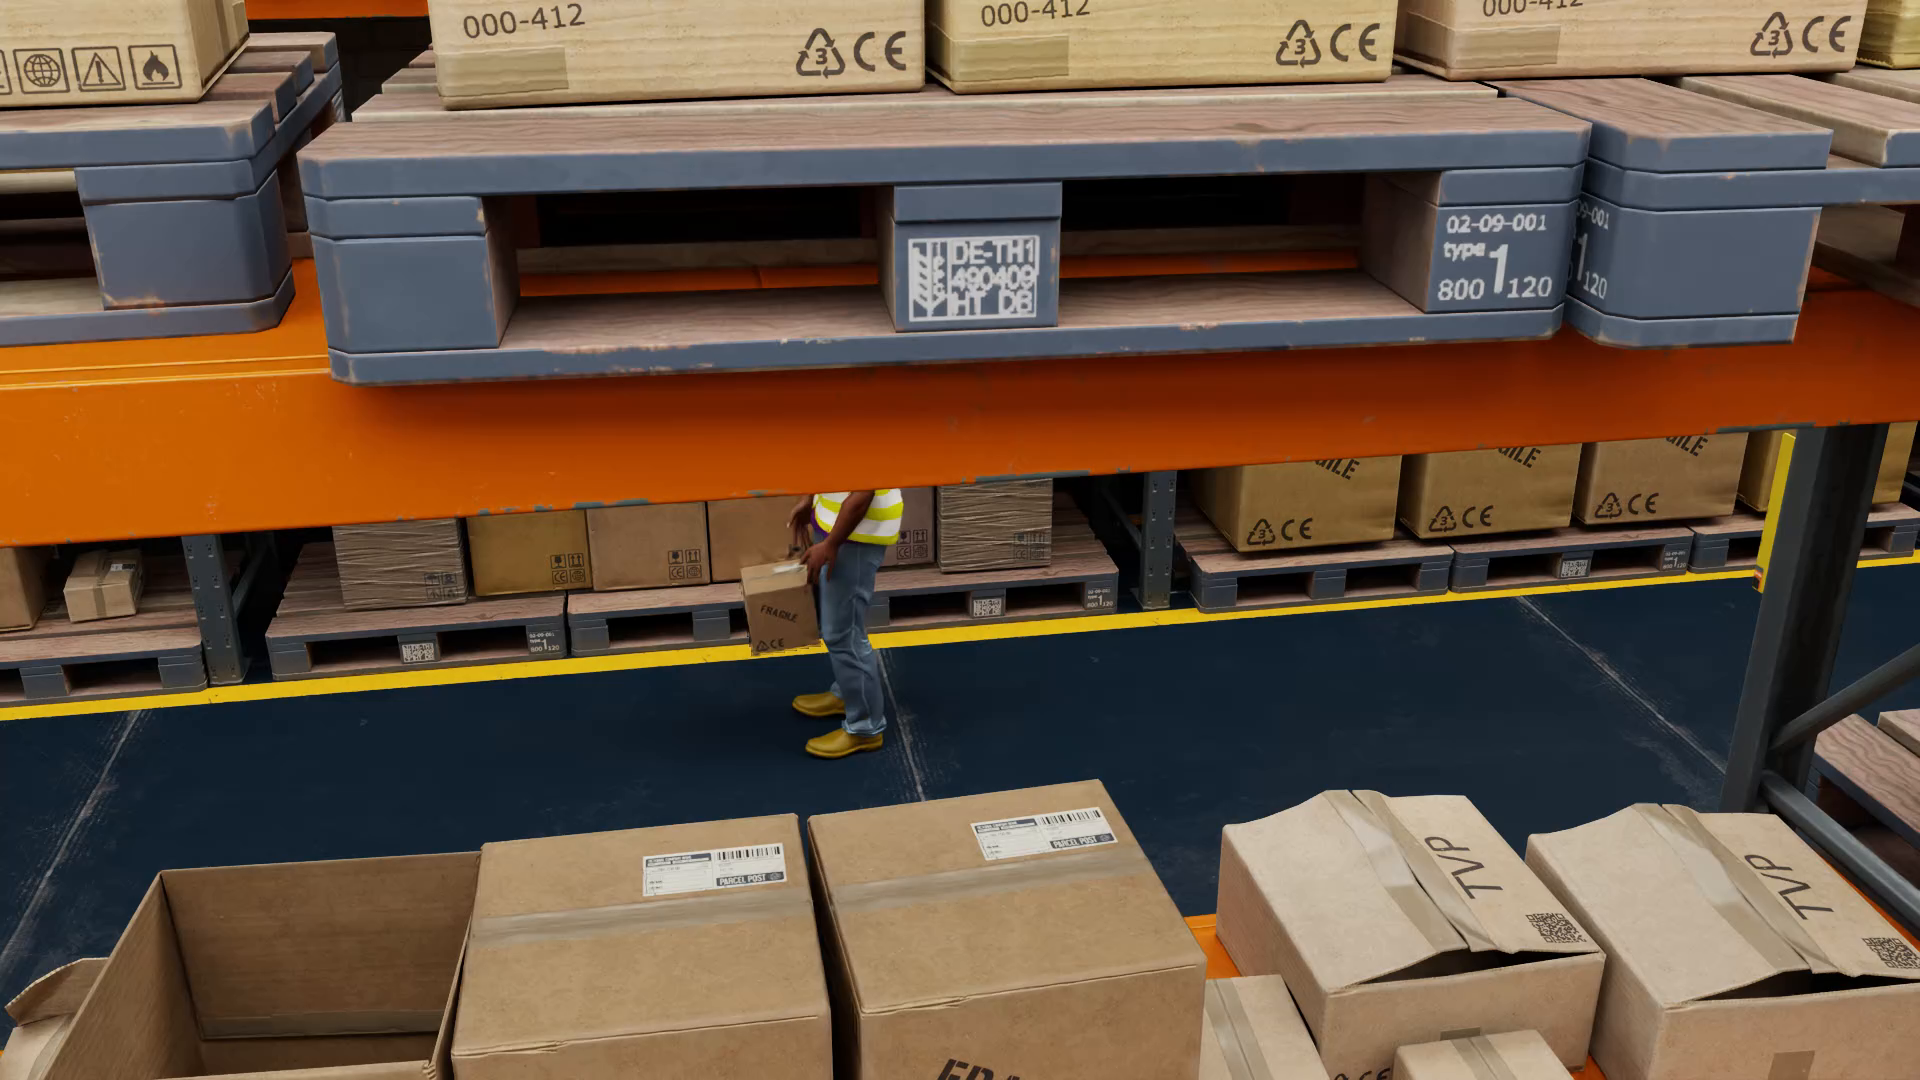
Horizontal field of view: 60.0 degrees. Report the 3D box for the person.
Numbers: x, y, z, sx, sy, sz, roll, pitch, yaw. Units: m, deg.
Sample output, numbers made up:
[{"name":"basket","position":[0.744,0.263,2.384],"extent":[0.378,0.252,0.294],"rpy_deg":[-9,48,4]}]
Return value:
[{"name":"person","position":[-0.445,-0.040,6.175],"extent":[0.460,1.755,0.629],"rpy_deg":[-6,24,-13]}]
